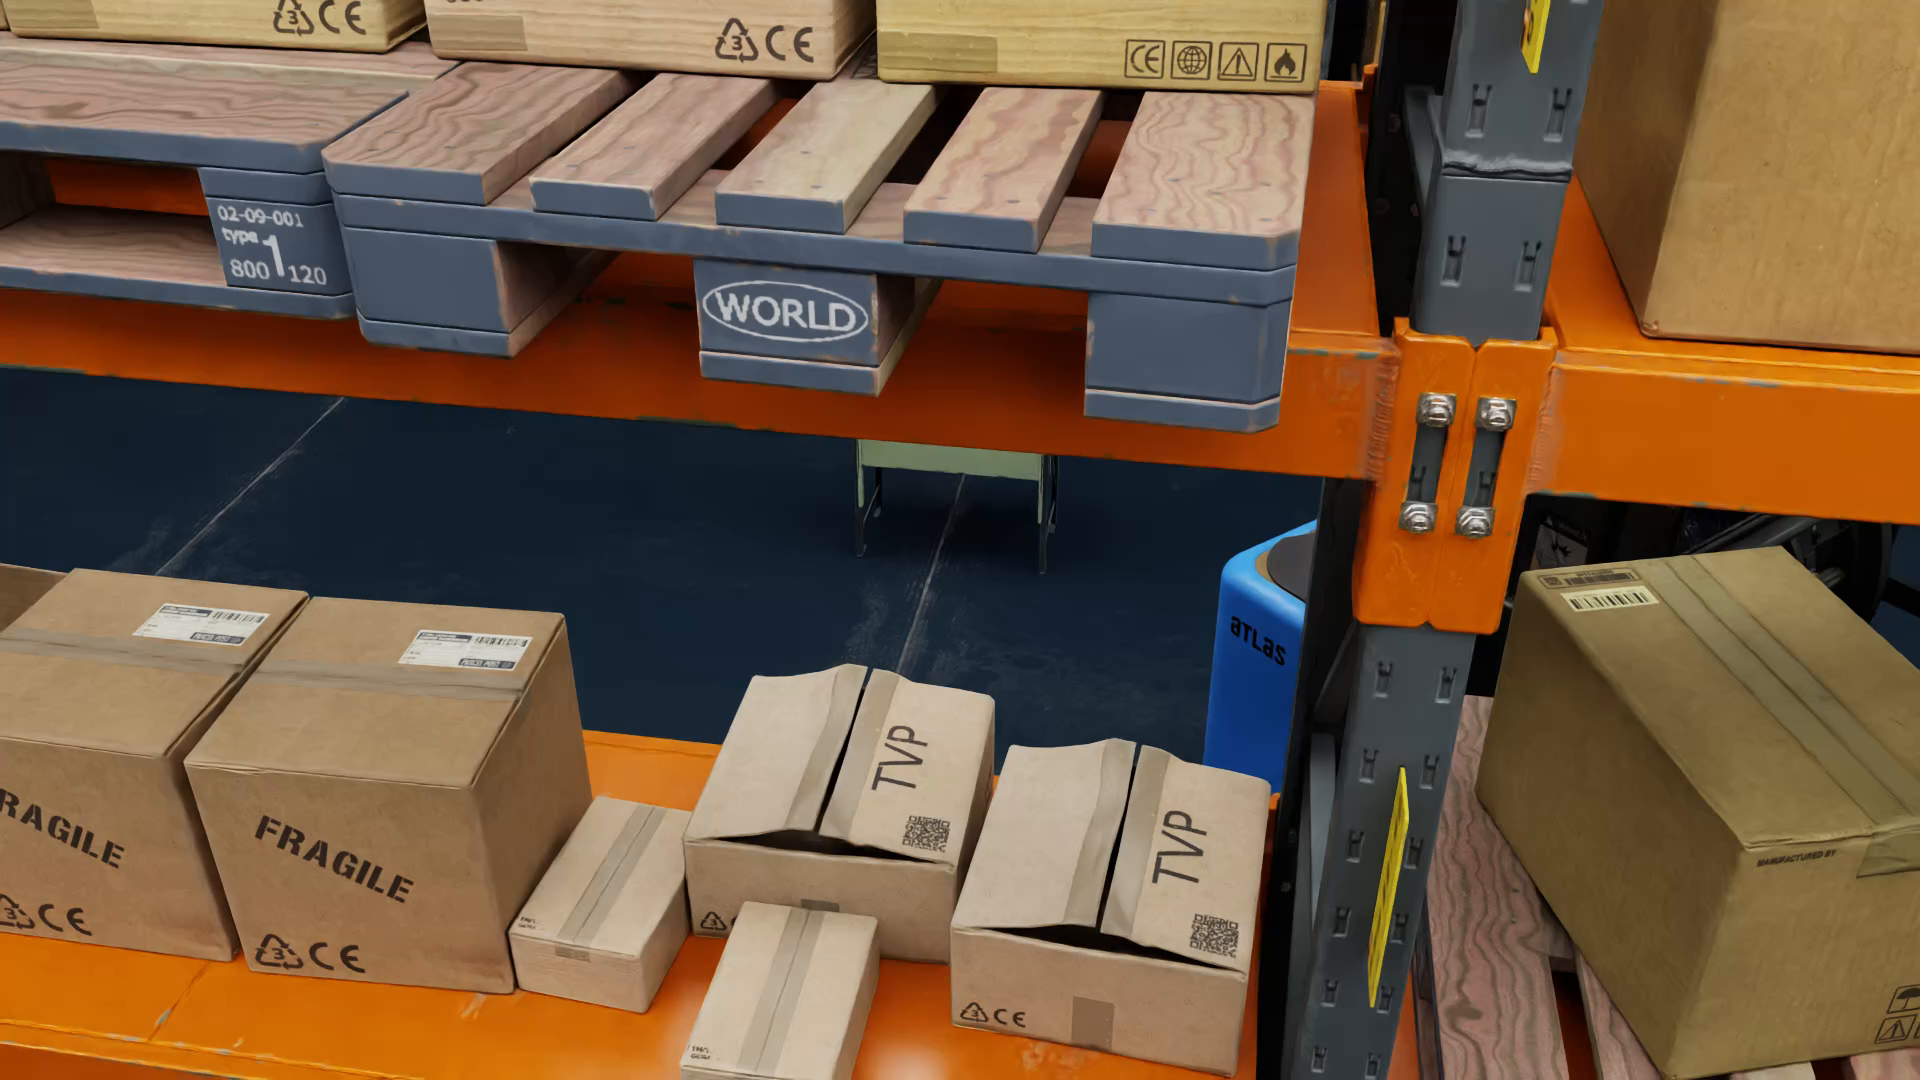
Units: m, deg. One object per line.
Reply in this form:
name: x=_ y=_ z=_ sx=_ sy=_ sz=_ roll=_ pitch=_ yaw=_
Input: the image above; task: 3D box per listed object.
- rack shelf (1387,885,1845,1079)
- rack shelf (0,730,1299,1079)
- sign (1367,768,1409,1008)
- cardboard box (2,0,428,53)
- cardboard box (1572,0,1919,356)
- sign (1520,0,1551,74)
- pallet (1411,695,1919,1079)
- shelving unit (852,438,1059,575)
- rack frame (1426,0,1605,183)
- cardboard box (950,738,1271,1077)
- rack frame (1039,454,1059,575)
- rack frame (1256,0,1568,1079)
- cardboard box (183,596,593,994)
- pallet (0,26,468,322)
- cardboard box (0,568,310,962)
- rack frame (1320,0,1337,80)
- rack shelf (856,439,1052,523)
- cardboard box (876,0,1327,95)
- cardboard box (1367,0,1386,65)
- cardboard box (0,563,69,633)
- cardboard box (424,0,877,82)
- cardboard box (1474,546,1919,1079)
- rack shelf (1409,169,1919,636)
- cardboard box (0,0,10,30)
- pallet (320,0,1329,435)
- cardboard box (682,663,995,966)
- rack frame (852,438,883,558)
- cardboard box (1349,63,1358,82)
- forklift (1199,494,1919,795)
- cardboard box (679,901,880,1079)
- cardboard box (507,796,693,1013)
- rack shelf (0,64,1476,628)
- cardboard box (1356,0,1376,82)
rack shelf: x=2.605 y=1.130 z=2.796 sx=4.000 sy=0.370 sz=1.077 roll=5 pitch=32 yaw=8
rack shelf: x=-1.338 y=0.773 z=3.366 sx=4.000 sy=0.370 sz=1.077 roll=5 pitch=32 yaw=8
sign: x=0.544 y=0.446 z=2.119 sx=0.005 sy=0.325 sz=0.100 roll=5 pitch=32 yaw=8
cardboard box: x=-0.905 y=-0.845 z=2.191 sx=0.500 sy=0.250 sz=0.500 roll=5 pitch=32 yaw=7
cardboard box: x=1.070 y=-0.646 z=2.034 sx=0.500 sy=0.500 sz=0.910 roll=5 pitch=32 yaw=8
sign: x=0.533 y=-0.588 z=1.474 sx=0.005 sy=0.325 sz=0.100 roll=5 pitch=32 yaw=8
pallet: x=1.314 y=0.752 z=2.903 sx=1.003 sy=0.211 sz=1.213 roll=5 pitch=32 yaw=8
shelving unit: x=-0.007 y=-0.636 z=6.353 sx=0.755 sy=1.500 sz=0.431 roll=5 pitch=32 yaw=8
rack frame: x=0.634 y=-1.897 z=1.298 sx=0.127 sy=3.000 sz=1.000 roll=5 pitch=32 yaw=8
cardboard box: x=0.283 y=0.629 z=3.002 sx=0.500 sy=0.311 sz=0.500 roll=7 pitch=33 yaw=11
rack frame: x=0.354 y=-0.604 z=6.301 sx=0.023 sy=1.500 sz=0.400 roll=5 pitch=32 yaw=8
rack frame: x=0.634 y=0.646 z=2.890 sx=0.127 sy=3.000 sz=1.000 roll=5 pitch=32 yaw=8
cardboard box: x=-1.023 y=0.463 z=3.089 sx=0.500 sy=0.500 sz=0.500 roll=3 pitch=32 yaw=6
pallet: x=-1.153 y=-0.657 z=2.323 sx=1.213 sy=0.211 sz=1.003 roll=7 pitch=33 yaw=10
cardboard box: x=-1.542 y=0.416 z=3.164 sx=0.500 sy=0.500 sz=0.500 roll=5 pitch=32 yaw=8
rack frame: x=1.464 y=-1.945 z=7.030 sx=0.127 sy=3.000 sz=1.000 roll=5 pitch=32 yaw=8
rack shelf: x=-0.007 y=-0.360 z=6.526 sx=0.720 sy=0.370 sz=0.431 roll=5 pitch=32 yaw=8
cardboard box: x=0.177 y=-0.751 z=2.040 sx=0.500 sy=0.250 sz=0.500 roll=3 pitch=32 yaw=5
cardboard box: x=1.899 y=-1.944 z=6.636 sx=0.500 sy=0.500 sz=0.500 roll=6 pitch=33 yaw=10
cardboard box: x=-2.035 y=0.371 z=3.236 sx=0.500 sy=0.500 sz=0.500 roll=7 pitch=33 yaw=12
cardboard box: x=-0.343 y=-0.788 z=2.100 sx=0.500 sy=0.250 sz=0.500 roll=6 pitch=33 yaw=10
cardboard box: x=1.274 y=0.423 z=2.757 sx=0.500 sy=0.500 sz=0.700 roll=-5 pitch=32 yaw=-8
rack shelf: x=2.605 y=-0.142 z=2.000 sx=4.000 sy=0.370 sz=1.077 roll=5 pitch=32 yaw=8
cardboard box: x=-1.435 y=-0.894 z=2.269 sx=0.500 sy=0.250 sz=0.500 roll=3 pitch=32 yaw=4
pallet: x=-0.050 y=-0.559 z=2.166 sx=1.003 sy=0.211 sz=1.213 roll=7 pitch=33 yaw=10
cardboard box: x=-0.215 y=0.503 z=3.203 sx=0.500 sy=0.311 sz=0.500 roll=5 pitch=32 yaw=8
rack frame: x=-0.367 y=-0.669 z=6.405 sx=0.023 sy=1.500 sz=0.400 roll=5 pitch=32 yaw=8
cardboard box: x=1.828 y=-1.952 z=7.259 sx=0.250 sy=0.149 sz=0.380 roll=6 pitch=32 yaw=9
forklift: x=1.990 y=0.204 z=3.662 sx=1.130 sy=2.935 sz=3.031 roll=-21 pitch=38 yaw=-30
cardboard box: x=-0.299 y=0.817 z=2.854 sx=0.250 sy=0.149 sz=0.380 roll=5 pitch=32 yaw=8
cardboard box: x=-0.633 y=0.669 z=3.092 sx=0.250 sy=0.149 sz=0.380 roll=8 pitch=33 yaw=12
rack shelf: x=-1.338 y=-0.499 z=2.570 sx=4.000 sy=0.370 sz=1.077 roll=5 pitch=32 yaw=8
cardboard box: x=1.974 y=-2.217 z=7.072 sx=0.500 sy=0.500 sz=0.500 roll=5 pitch=32 yaw=9
